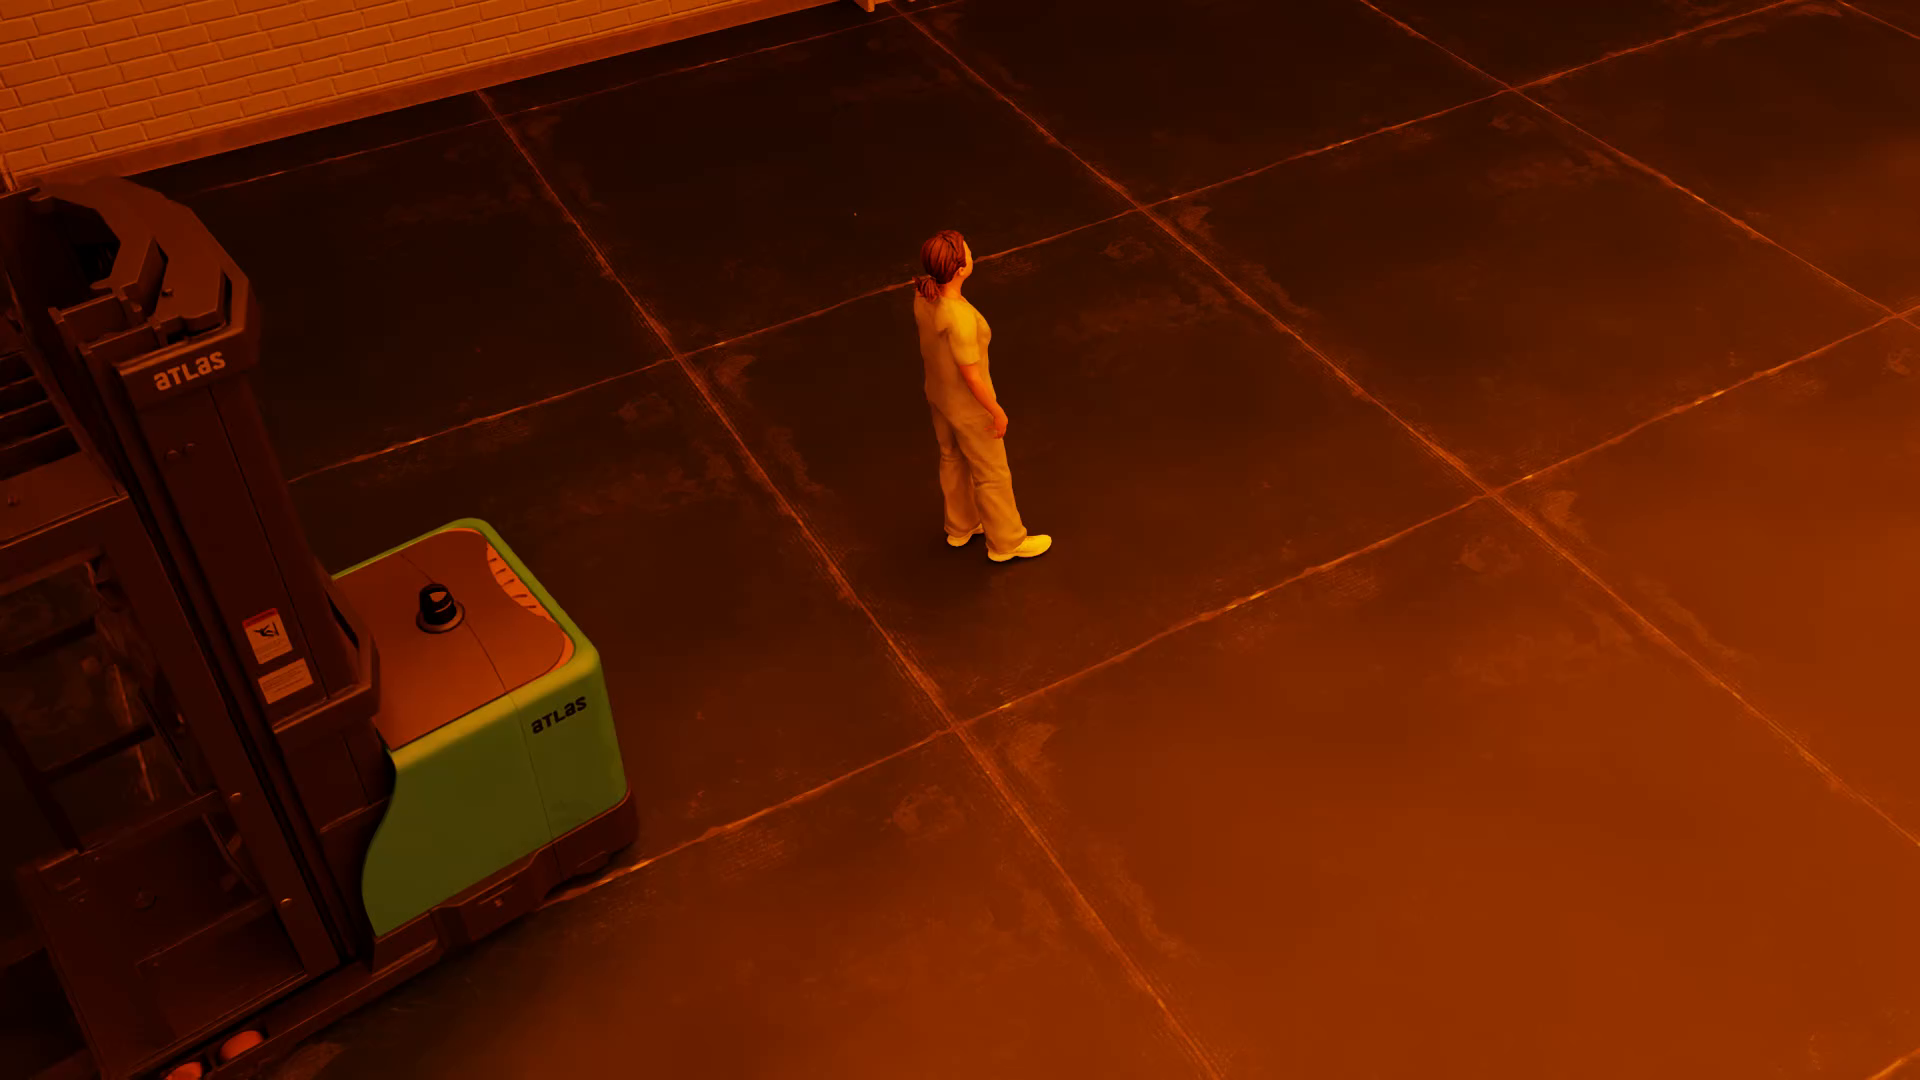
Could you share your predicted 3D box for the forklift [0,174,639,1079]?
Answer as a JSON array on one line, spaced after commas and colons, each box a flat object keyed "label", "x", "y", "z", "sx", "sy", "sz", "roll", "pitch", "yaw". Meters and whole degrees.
[{"label": "forklift", "x": -2.732, "y": 0.477, "z": 5.183, "sx": 3.031, "sy": 2.935, "sz": 1.130, "roll": -28, "pitch": 50, "yaw": -27}]

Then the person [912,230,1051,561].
[{"label": "person", "x": 0.070, "y": -0.619, "z": 7.313, "sx": 0.549, "sy": 1.627, "sz": 0.549, "roll": -21, "pitch": 47, "yaw": -21}]
